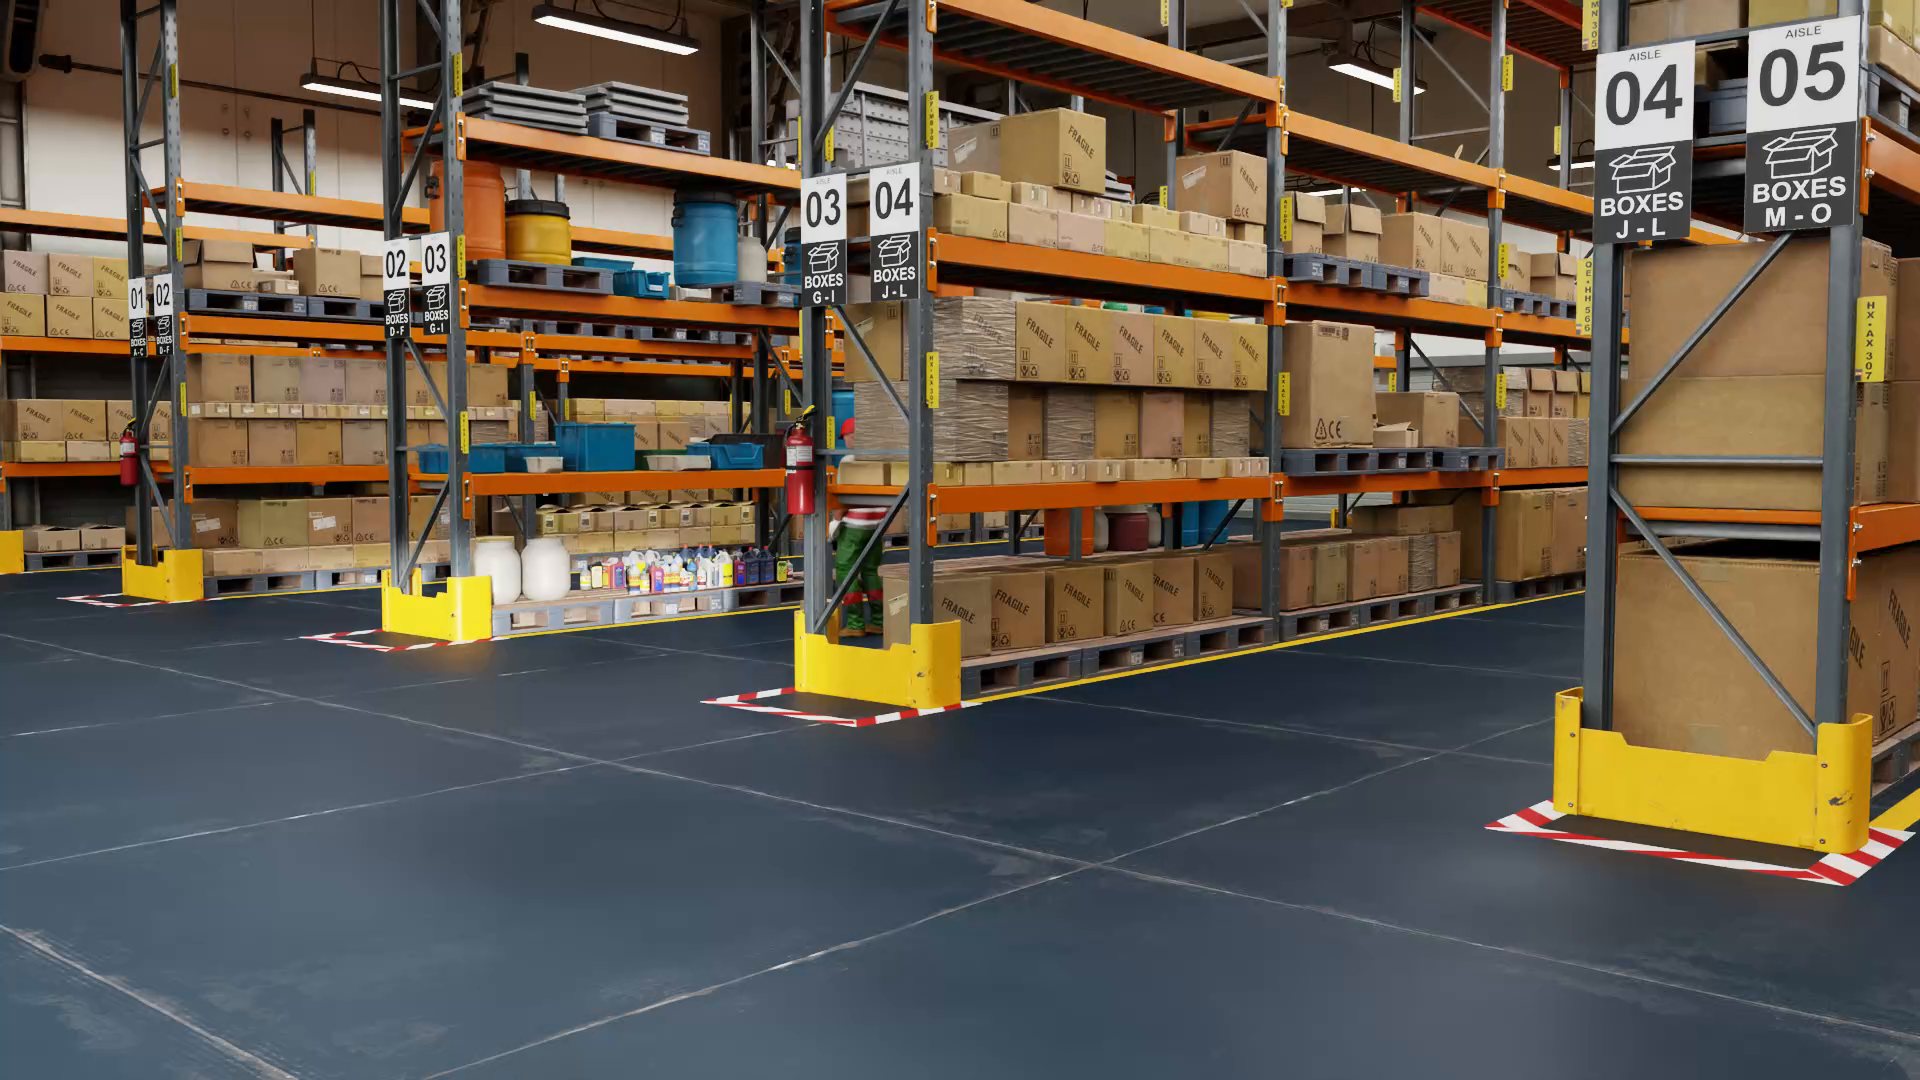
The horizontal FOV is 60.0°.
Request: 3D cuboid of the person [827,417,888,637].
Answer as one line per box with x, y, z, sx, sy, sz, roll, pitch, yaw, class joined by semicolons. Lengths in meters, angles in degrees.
-0.820;-0.106;13.445;0.400;1.765;0.535;3;5;42;person
